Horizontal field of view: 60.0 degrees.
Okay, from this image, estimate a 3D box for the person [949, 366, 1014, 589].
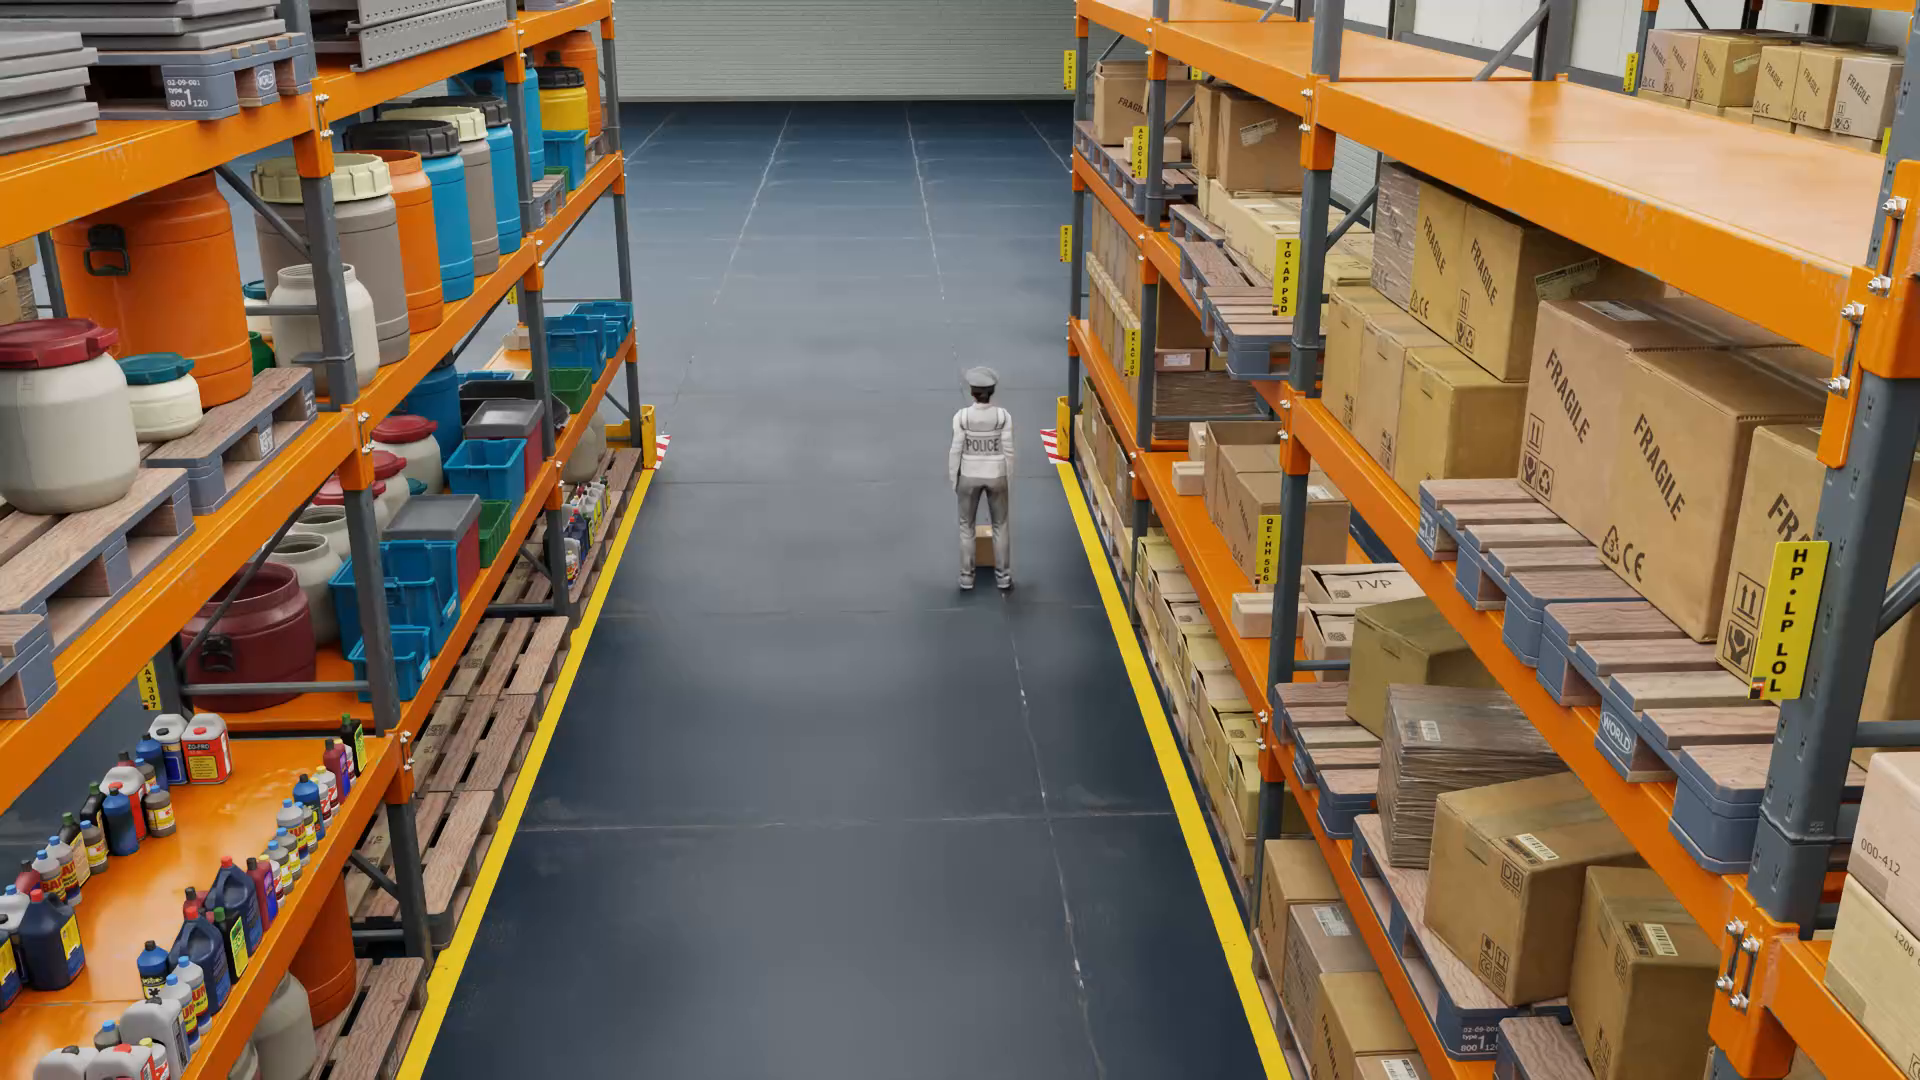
[{"bbox_3d":[0.157,-0.444,12.270,0.477,1.692,0.339,-1,21,-2],"label":"person"}]
